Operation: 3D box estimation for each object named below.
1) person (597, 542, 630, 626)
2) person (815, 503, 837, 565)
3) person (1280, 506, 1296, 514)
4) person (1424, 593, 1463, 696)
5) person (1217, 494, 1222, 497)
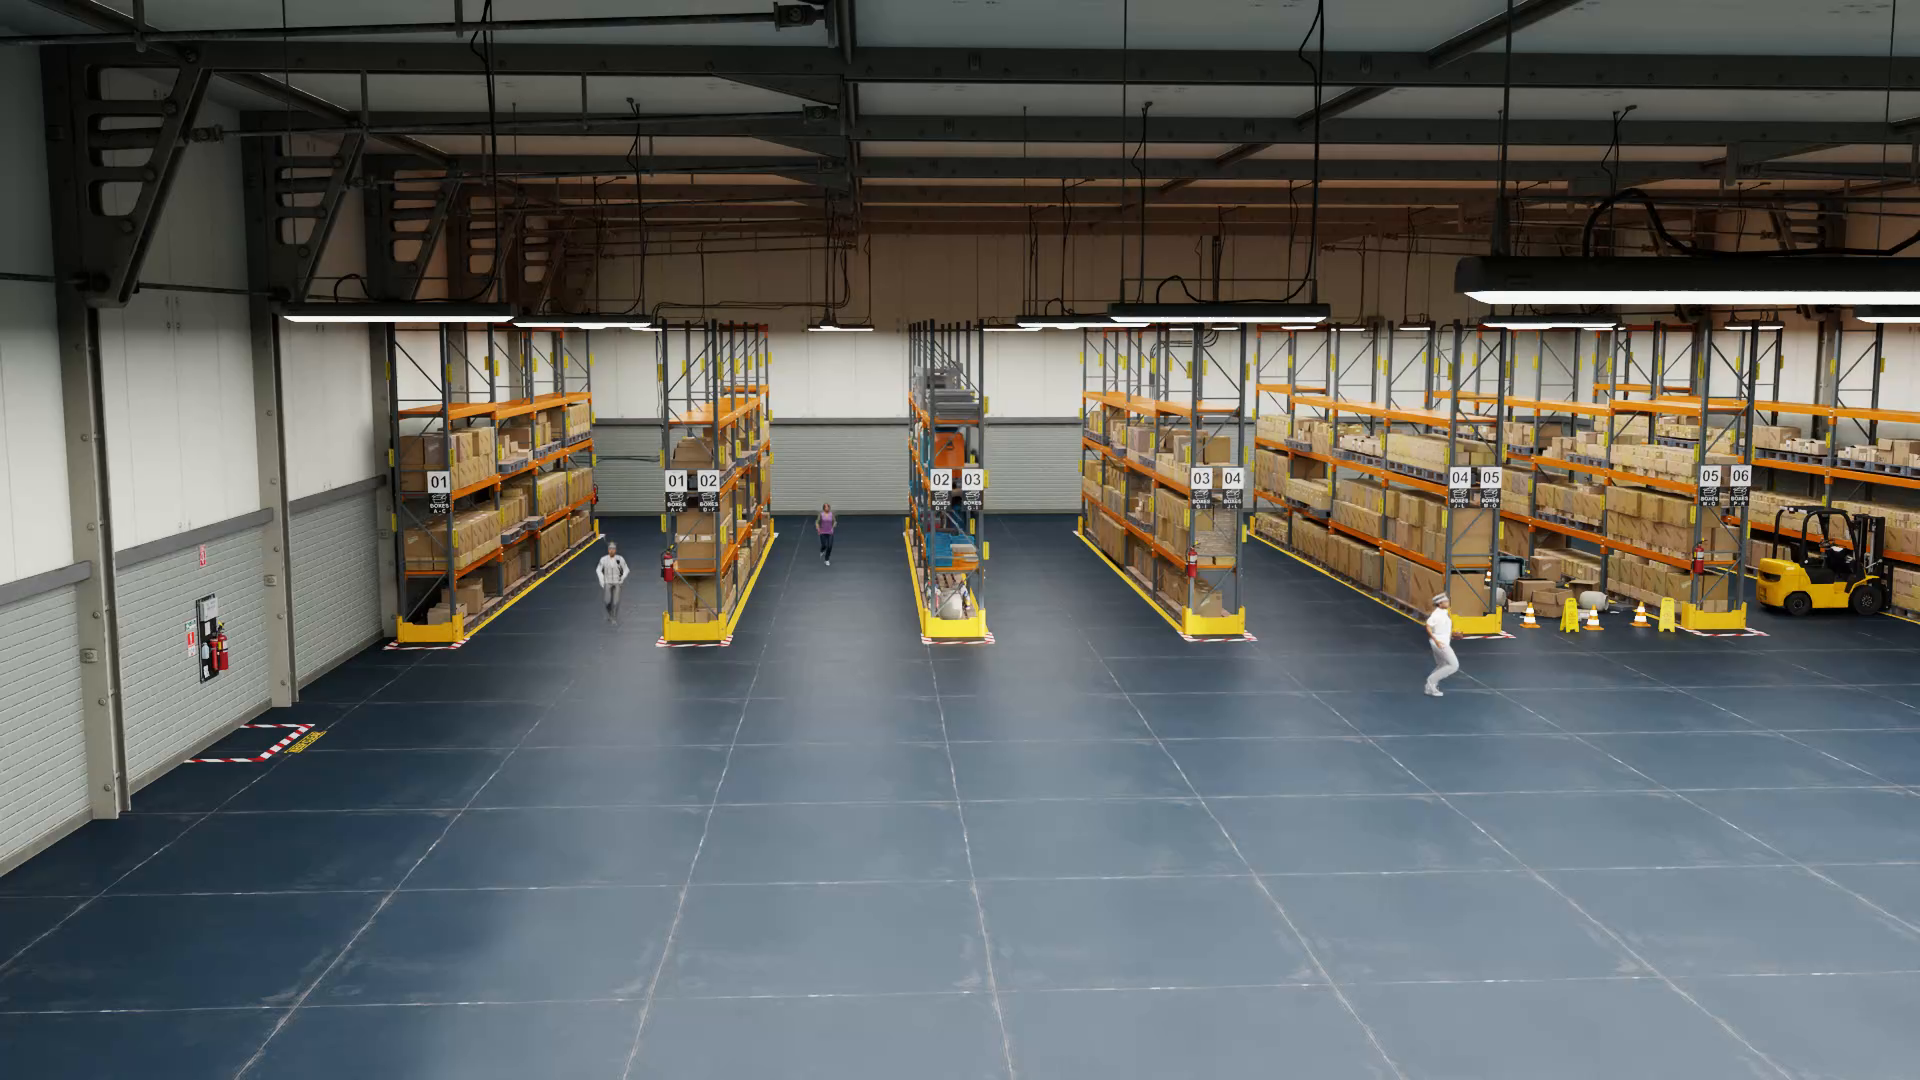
[{"bbox_3d":[-6.837,0.860,32.817,0.633,1.659,0.542,-2,7,-12],"label":"person"},{"bbox_3d":[-3.327,-0.155,41.445,0.540,1.556,0.543,-2,7,-13],"label":"person"},{"bbox_3d":[9.640,-1.145,48.961,0.849,1.646,0.675,6,9,39],"label":"person"},{"bbox_3d":[7.663,1.651,26.311,0.569,1.659,0.560,2,7,19],"label":"person"},{"bbox_3d":[7.656,-1.139,48.886,0.678,1.716,0.791,-1,7,-9],"label":"person"}]
